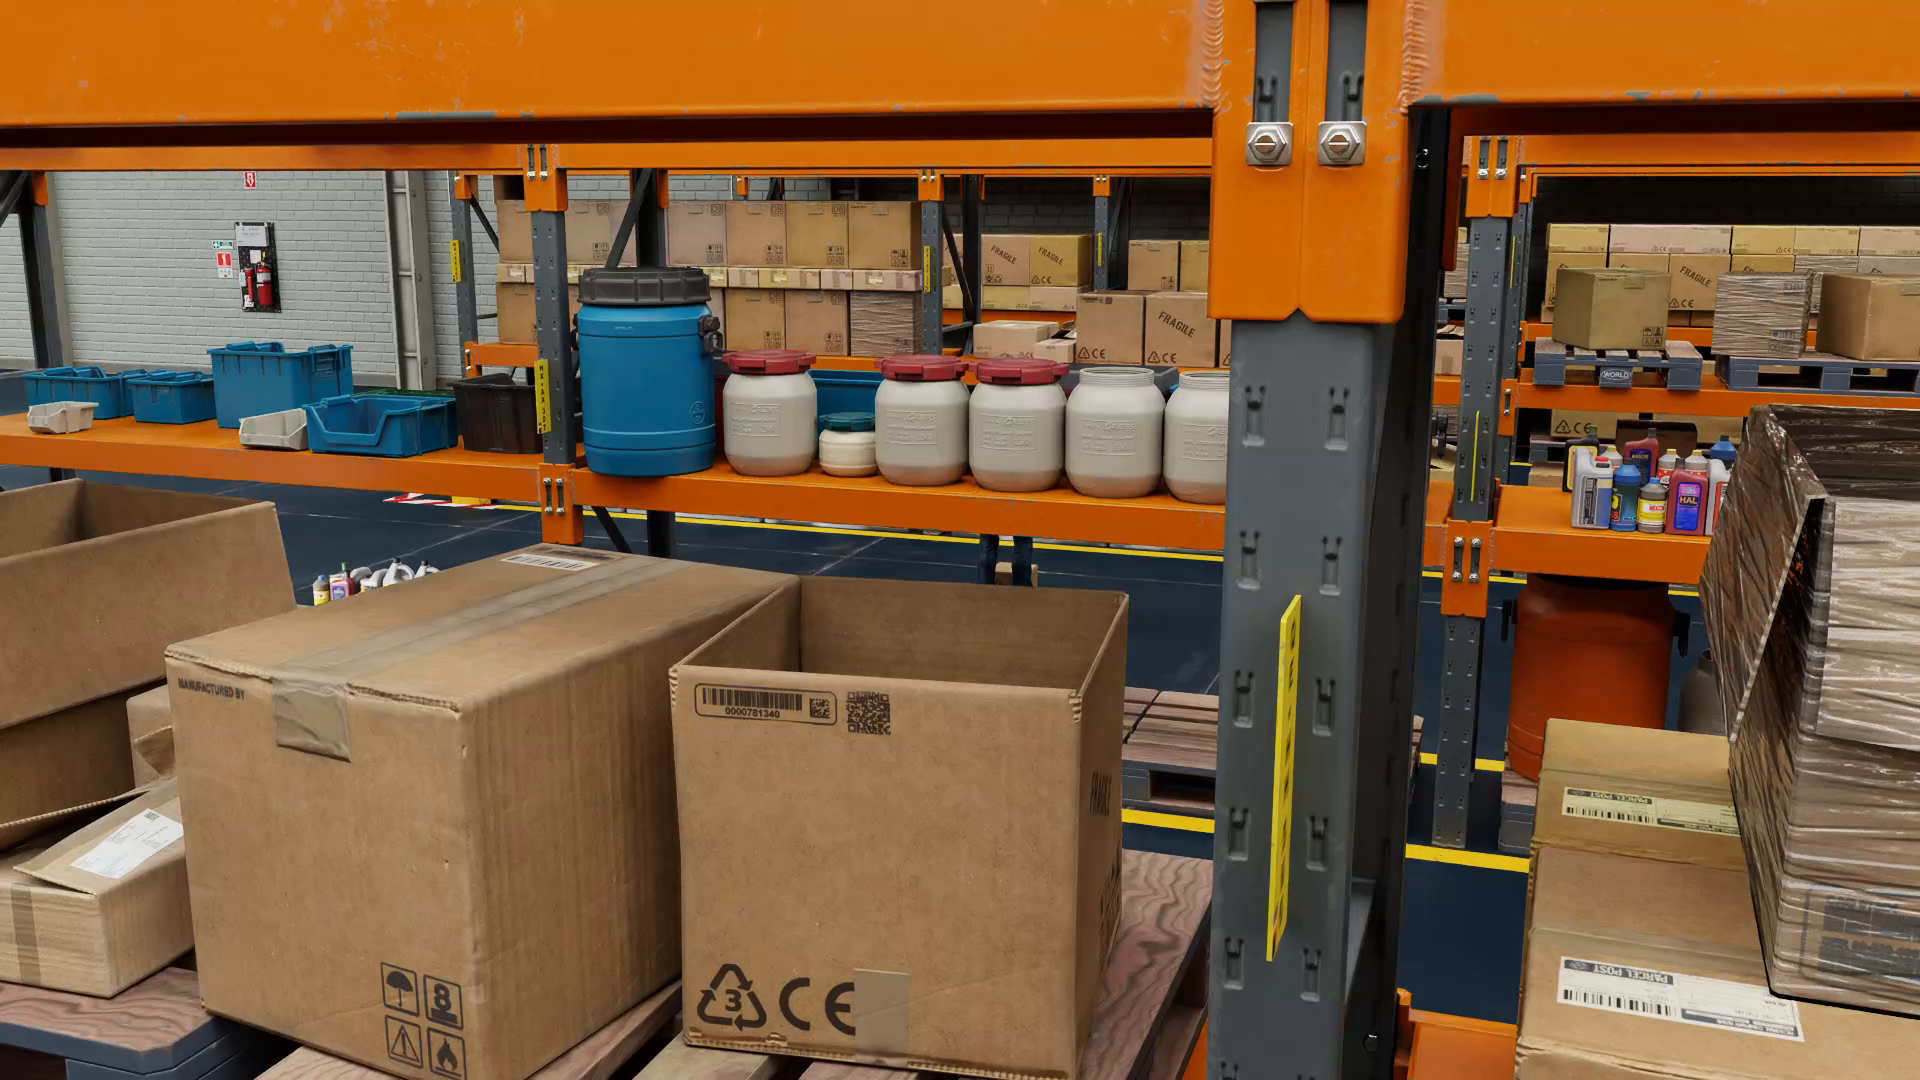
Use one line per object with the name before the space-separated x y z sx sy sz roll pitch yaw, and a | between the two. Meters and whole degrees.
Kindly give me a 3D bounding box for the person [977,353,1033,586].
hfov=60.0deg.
person | 0.262 -0.314 9.952 0.460 1.593 0.345 4 13 19
